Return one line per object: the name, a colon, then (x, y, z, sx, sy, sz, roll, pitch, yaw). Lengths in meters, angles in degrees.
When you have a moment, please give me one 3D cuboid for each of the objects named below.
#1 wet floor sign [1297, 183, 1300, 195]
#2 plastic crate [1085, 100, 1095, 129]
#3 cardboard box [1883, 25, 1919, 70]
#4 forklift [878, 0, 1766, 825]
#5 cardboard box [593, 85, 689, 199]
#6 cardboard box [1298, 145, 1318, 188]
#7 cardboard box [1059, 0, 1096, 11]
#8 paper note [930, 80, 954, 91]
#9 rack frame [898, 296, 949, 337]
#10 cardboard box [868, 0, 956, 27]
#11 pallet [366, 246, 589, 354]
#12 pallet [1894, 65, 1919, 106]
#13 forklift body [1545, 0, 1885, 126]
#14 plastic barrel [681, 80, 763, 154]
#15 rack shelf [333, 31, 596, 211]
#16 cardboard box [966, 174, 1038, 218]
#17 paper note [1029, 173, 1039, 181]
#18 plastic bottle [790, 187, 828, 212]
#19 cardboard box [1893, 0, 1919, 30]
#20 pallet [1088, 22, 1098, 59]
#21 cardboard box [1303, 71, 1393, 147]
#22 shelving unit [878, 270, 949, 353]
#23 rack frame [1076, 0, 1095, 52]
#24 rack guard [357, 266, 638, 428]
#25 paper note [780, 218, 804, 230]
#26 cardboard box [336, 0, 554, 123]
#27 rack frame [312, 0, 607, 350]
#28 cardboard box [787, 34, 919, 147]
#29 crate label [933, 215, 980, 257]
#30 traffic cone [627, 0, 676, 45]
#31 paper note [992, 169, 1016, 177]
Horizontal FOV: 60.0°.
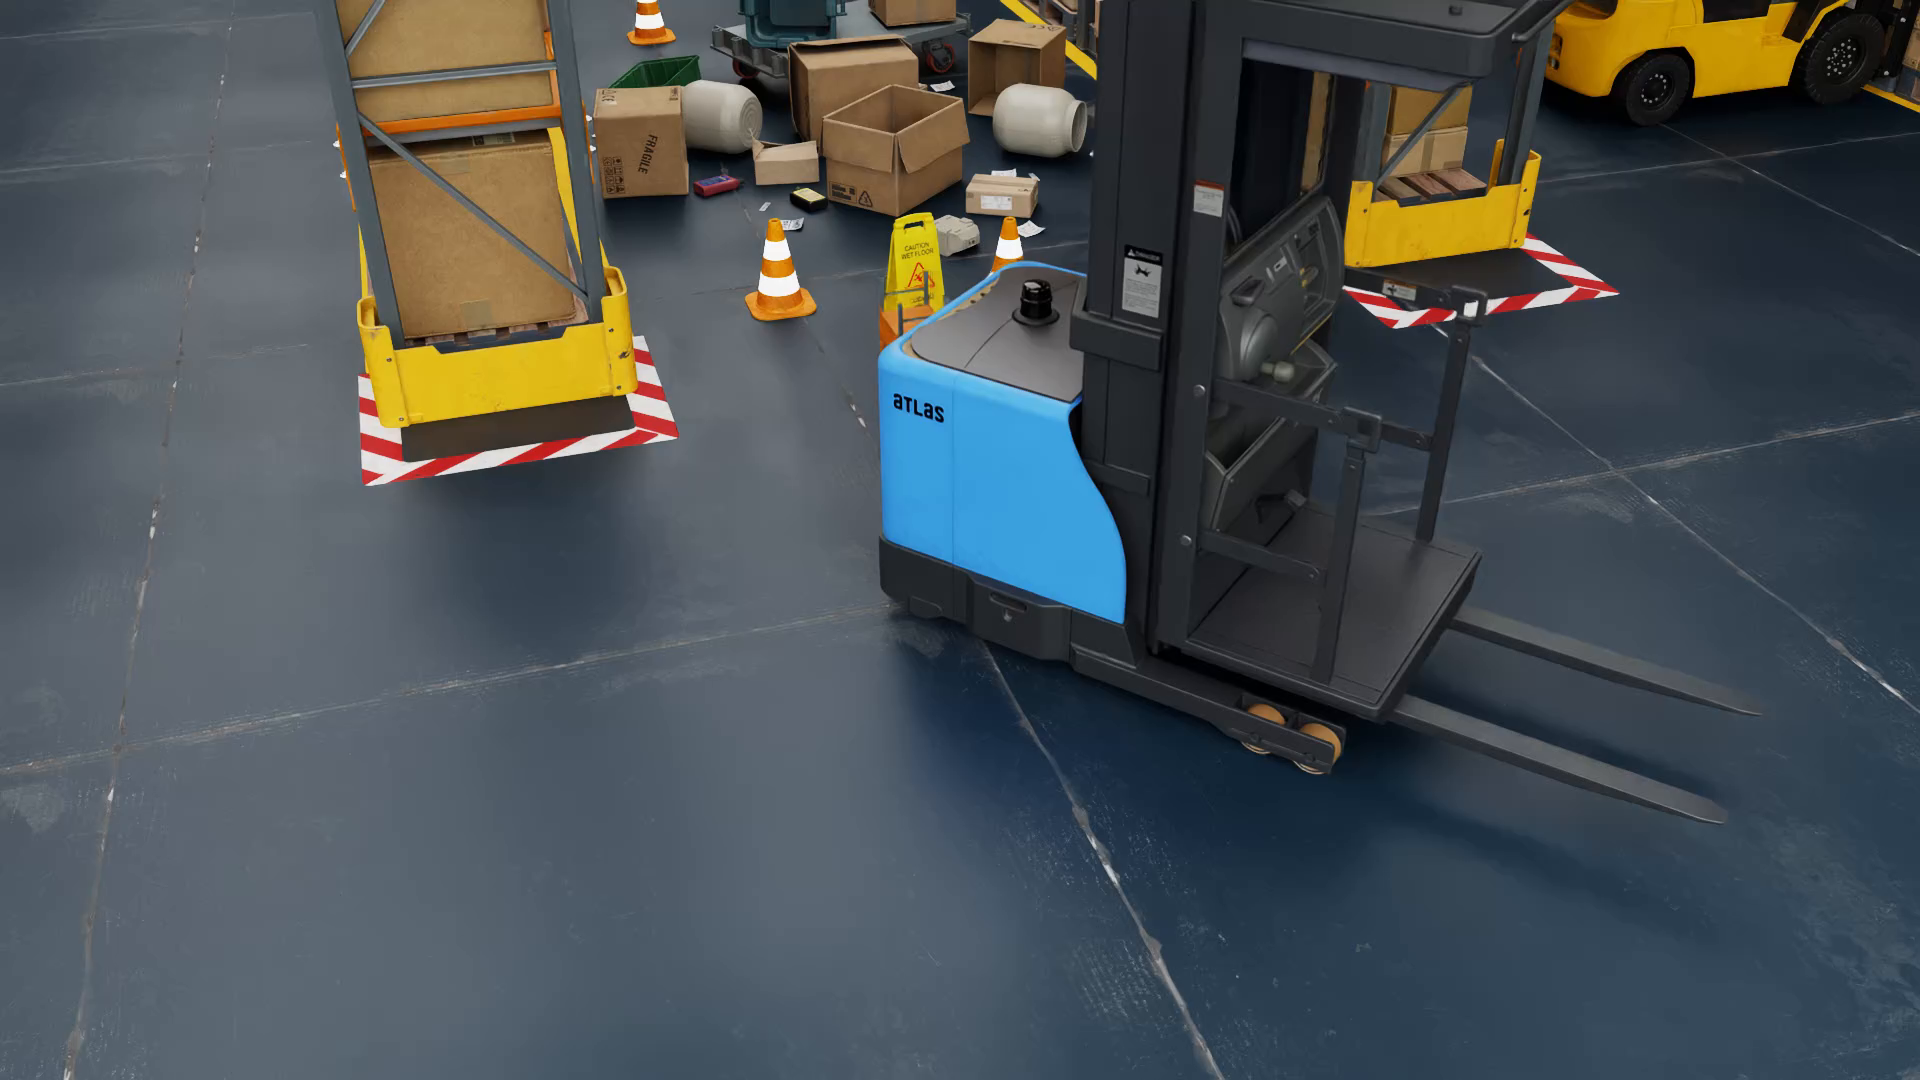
wet floor sign: (1.606, -1.572, 8.544, 0.267, 0.644, 0.232, 1, 33, 2)
plastic crate: (1.045, -2.754, 10.845, 0.402, 0.080, 0.583, -23, 40, -31)
cardboard box: (6.562, -3.419, 11.317, 0.500, 0.250, 0.500, -10, 35, -14)
forklift: (1.216, -0.776, 5.265, 3.031, 2.935, 1.130, 19, 38, 26)
cardboard box: (-1.886, -2.364, 9.873, 0.500, 0.500, 0.500, -4, 34, -6)
cardboard box: (2.057, -2.254, 9.553, 0.500, 0.250, 0.500, -10, 35, -15)
cardboard box: (1.185, -4.288, 12.521, 0.950, 0.372, 0.625, -10, 35, -14)
paper note: (-0.116, -3.130, 11.460, 0.148, 0.019, 0.142, -10, 35, -15)
rack frame: (-0.136, -0.456, 6.488, 0.200, 1.050, 0.008, -11, 35, -16)
cardboard box: (-0.339, -3.892, 11.500, 0.500, 0.500, 0.500, -10, 35, -15)
pallet: (-2.435, -1.192, 8.362, 1.003, 0.211, 1.213, -10, 35, -15)
pallet: (7.020, -2.902, 10.950, 1.003, 0.211, 1.213, -10, 35, -15)
forklift body: (4.977, -4.006, 10.861, 2.313, 2.155, 1.214, -10, 35, -15)
plastic barrel: (-1.529, -2.636, 10.356, 0.512, 0.421, 0.421, 13, 36, 18)
rack shelf: (-2.726, -2.699, 8.766, 1.077, 0.370, 4.000, -10, 35, -15)
cardboard box: (0.244, -1.993, 9.631, 0.380, 0.149, 0.250, 7, 34, 10)
paper note: (0.449, -2.197, 10.066, 0.032, 0.001, 0.123, -10, 35, -15)
plastic bottle: (-0.903, -1.999, 9.719, 0.133, 0.061, 0.283, -23, 40, -31)
cardboard box: (6.527, -3.643, 11.202, 0.500, 0.250, 0.500, -11, 35, -16)
pallet: (1.585, -3.424, 11.741, 1.003, 0.211, 1.213, -10, 35, -15)
cardboard box: (2.074, -2.552, 9.324, 0.500, 0.500, 0.500, -10, 35, -14)
shelving unit: (-0.176, -0.519, 6.584, 0.215, 1.050, 0.252, -11, 35, -16)
rack frame: (1.347, -4.934, 11.496, 1.000, 3.000, 0.127, -10, 35, -15)
rack guard: (-2.109, -0.893, 7.648, 1.175, 0.500, 0.348, -10, 35, -15)
paper note: (-0.965, -1.796, 9.442, 0.144, 0.017, 0.142, 1, 33, 2)
cardboard box: (-2.273, -2.198, 7.220, 0.875, 0.550, 0.550, -10, 35, -15)
rack frame: (-2.116, -1.949, 6.978, 1.000, 3.000, 0.127, -10, 35, -15)
cardboard box: (-0.673, -2.835, 10.461, 0.797, 0.637, 0.503, -10, 35, -15)
crate label: (-0.045, -1.686, 9.177, 0.298, 0.136, 0.250, 27, 42, 34)
traffic cone: (-2.307, -3.948, 12.306, 0.336, 0.463, 0.334, -10, 35, -15)
paper note: (0.267, -2.223, 10.097, 0.148, 0.019, 0.142, 1, 33, 2)
